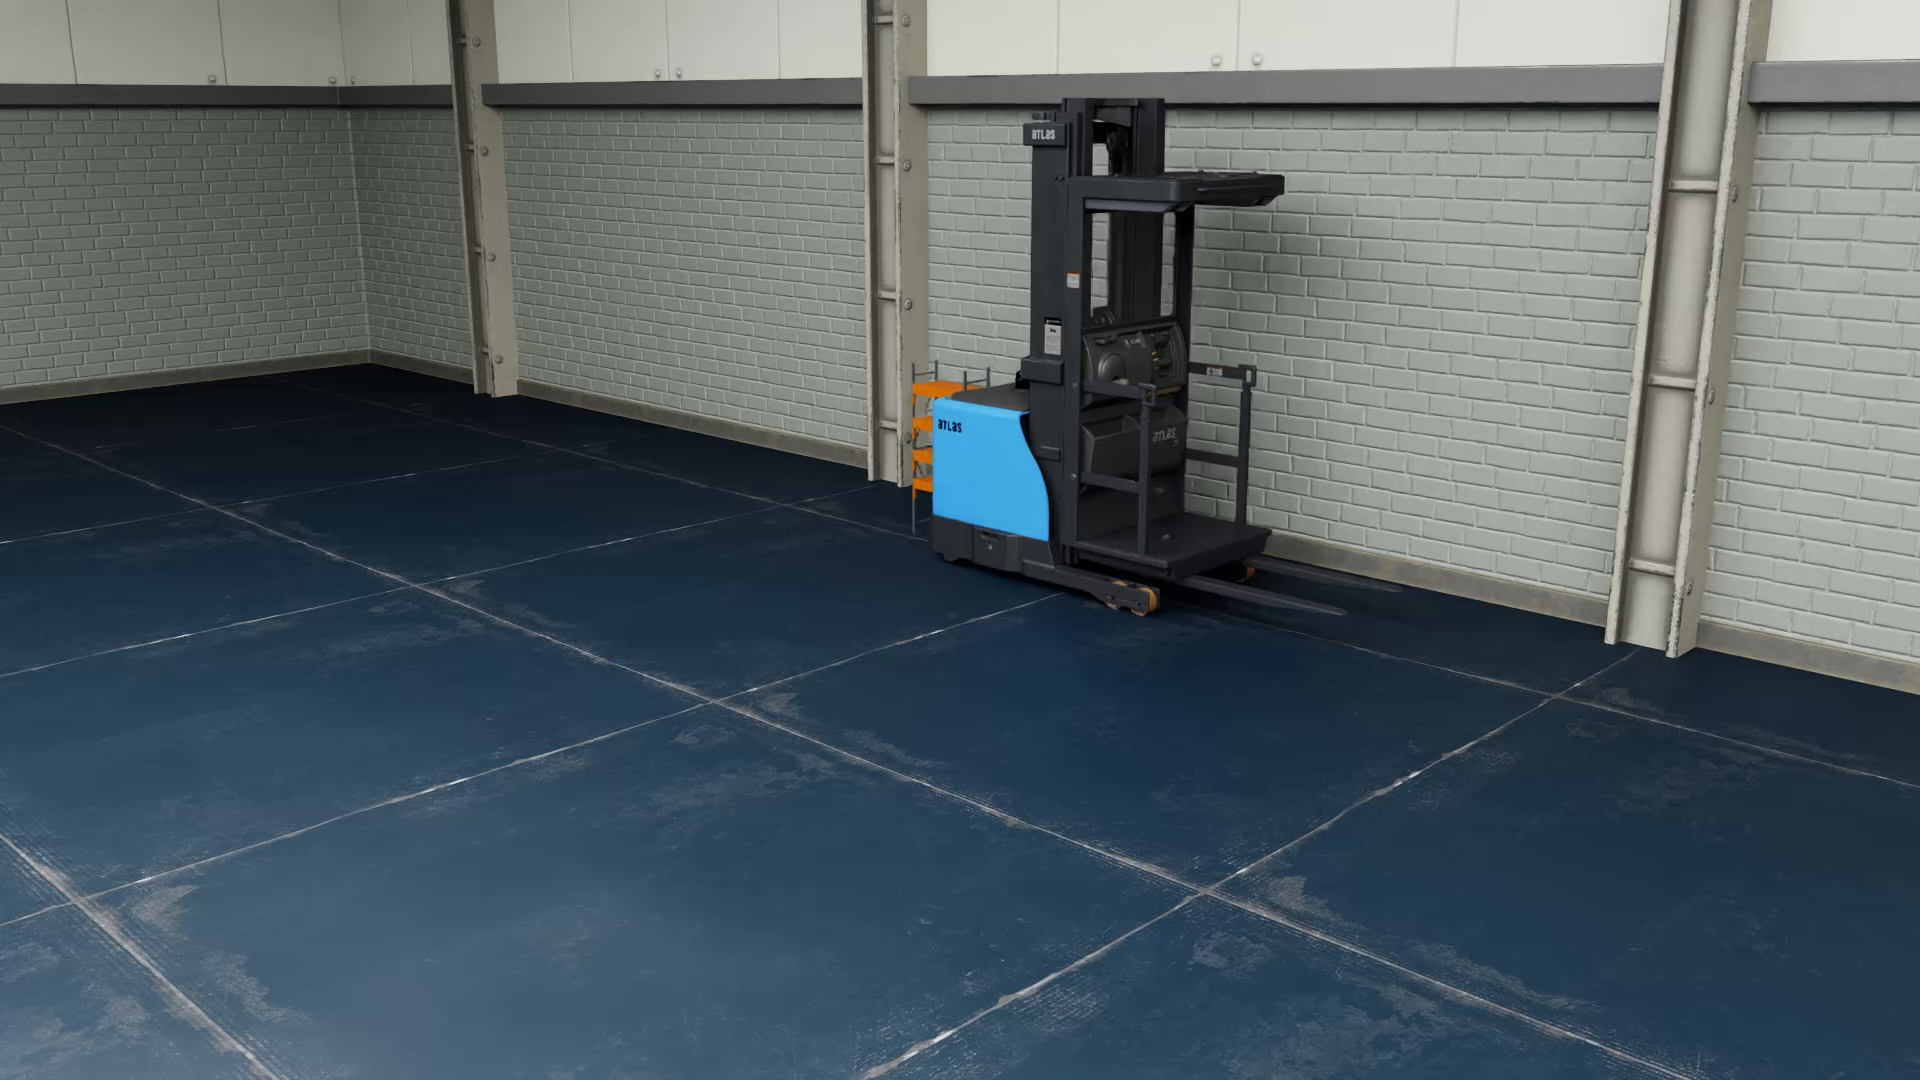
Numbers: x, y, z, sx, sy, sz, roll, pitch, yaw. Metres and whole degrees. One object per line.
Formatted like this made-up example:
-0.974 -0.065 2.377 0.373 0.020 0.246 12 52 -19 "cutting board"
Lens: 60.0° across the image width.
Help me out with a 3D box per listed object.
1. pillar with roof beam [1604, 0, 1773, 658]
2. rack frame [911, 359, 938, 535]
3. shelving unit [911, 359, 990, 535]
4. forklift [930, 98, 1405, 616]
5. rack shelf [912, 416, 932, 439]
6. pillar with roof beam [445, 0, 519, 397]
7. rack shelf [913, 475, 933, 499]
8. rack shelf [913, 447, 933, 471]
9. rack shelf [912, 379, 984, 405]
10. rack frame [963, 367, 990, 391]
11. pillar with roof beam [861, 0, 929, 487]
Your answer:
0.842 -2.997 5.089 0.400 9.000 9.100 14 20 42 "pillar with roof beam"
-0.241 -0.639 11.506 0.015 1.200 0.240 14 20 42 "rack frame"
-0.065 -0.597 11.342 0.503 1.200 0.258 14 20 42 "shelving unit"
1.215 -1.123 9.928 3.031 2.935 1.130 14 20 42 "forklift"
-0.065 -0.748 11.302 0.480 0.148 0.258 14 20 42 "rack shelf"
-7.797 -5.098 13.149 0.400 9.000 9.100 14 20 42 "pillar with roof beam"
-0.065 -0.339 11.409 0.480 0.148 0.258 14 20 42 "rack shelf"
-0.065 -0.531 11.359 0.480 0.148 0.258 14 20 42 "rack shelf"
-0.065 -0.977 11.243 0.480 0.148 0.258 14 20 42 "rack shelf"
0.110 -0.554 11.178 0.015 1.200 0.240 14 20 42 "rack frame"
-3.478 -4.048 9.119 0.400 9.000 9.100 14 20 42 "pillar with roof beam"
